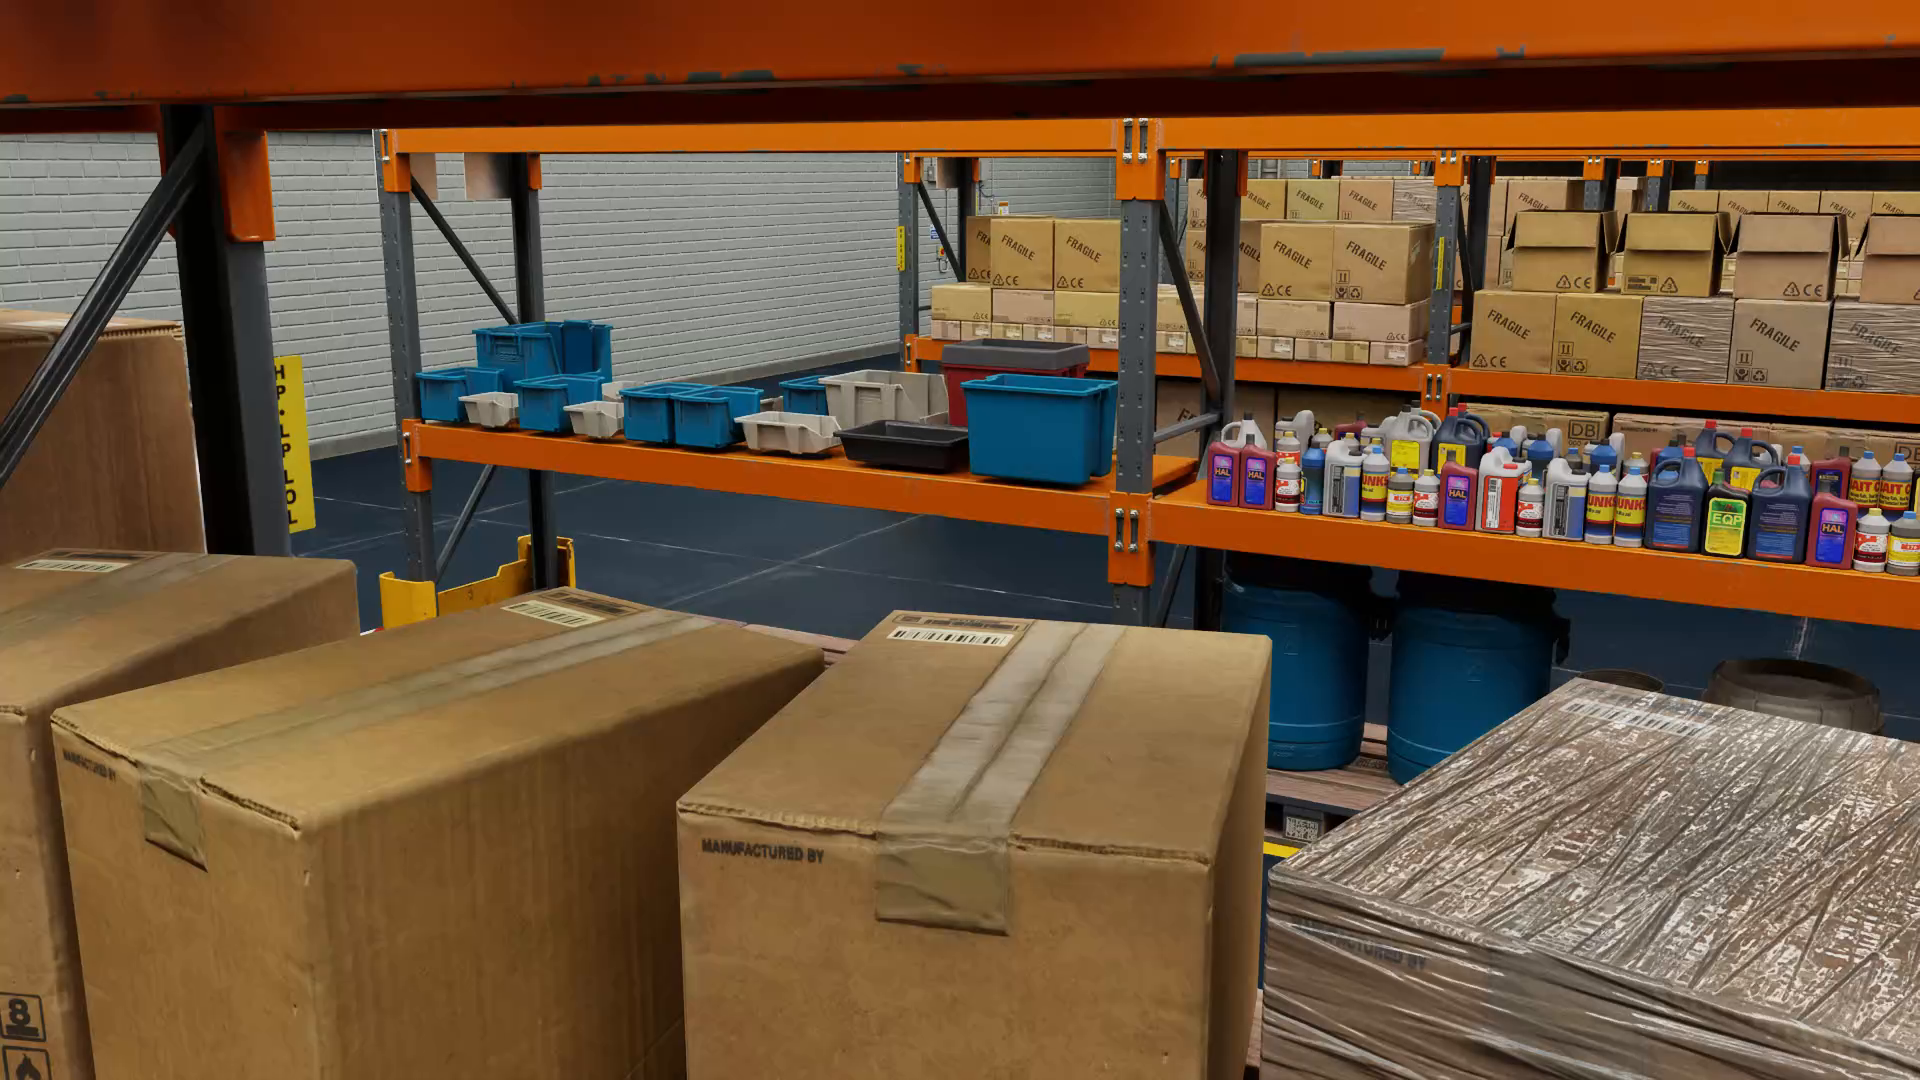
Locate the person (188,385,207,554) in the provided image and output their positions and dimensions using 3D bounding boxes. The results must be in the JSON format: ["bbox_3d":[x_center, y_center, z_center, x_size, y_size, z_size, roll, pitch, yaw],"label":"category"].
[{"bbox_3d":[-3.426,0.106,7.503,0.515,1.605,0.967,-12,17,-43],"label":"person"}]
